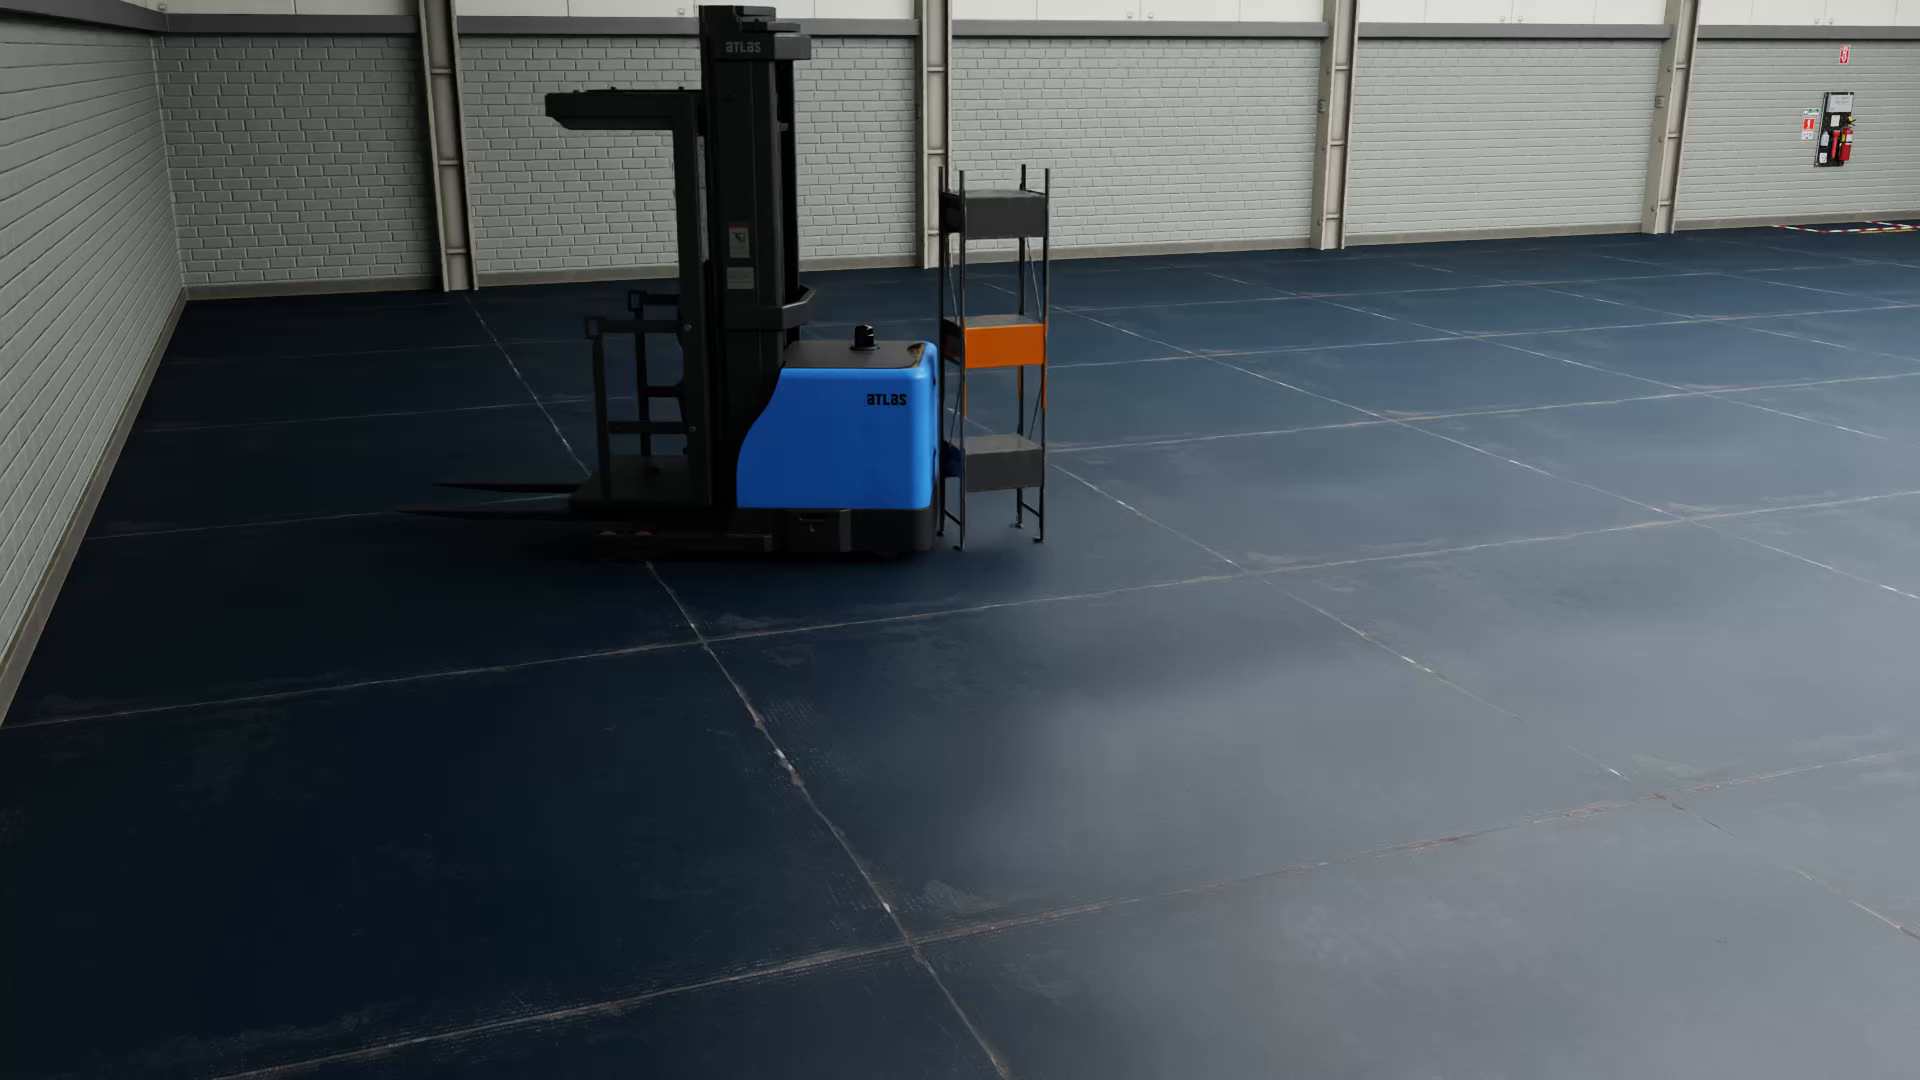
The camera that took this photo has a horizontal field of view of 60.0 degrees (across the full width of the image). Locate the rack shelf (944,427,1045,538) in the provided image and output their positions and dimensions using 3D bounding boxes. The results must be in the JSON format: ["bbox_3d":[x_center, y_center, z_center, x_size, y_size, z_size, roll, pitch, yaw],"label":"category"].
[{"bbox_3d":[0.184,-0.337,9.549,0.480,0.518,0.431,-5,17,-18],"label":"rack shelf"}]

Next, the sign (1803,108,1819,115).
[{"bbox_3d":[13.604,-6.843,26.574,0.331,0.109,0.001,-6,17,-20],"label":"sign"}]

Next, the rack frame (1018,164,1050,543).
[{"bbox_3d":[0.415,-1.044,9.425,0.015,2.100,0.400,-5,17,-18],"label":"rack frame"}]

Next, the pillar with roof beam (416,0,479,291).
[{"bbox_3d":[-4.400,-6.168,14.630,0.400,9.000,9.100,-6,17,-20],"label":"pillar with roof beam"}]

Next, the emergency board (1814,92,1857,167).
[{"bbox_3d":[14.149,-6.602,26.758,0.643,1.169,0.194,-6,17,-20],"label":"emergency board"}]

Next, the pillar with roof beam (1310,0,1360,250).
[{"bbox_3d":[6.806,-7.377,18.750,0.400,9.000,9.100,-6,17,-20],"label":"pillar with roof beam"}]

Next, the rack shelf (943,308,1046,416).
[{"bbox_3d":[0.184,-1.009,9.353,0.480,0.518,0.431,-5,17,-18],"label":"rack shelf"}]

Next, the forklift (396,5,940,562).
[{"bbox_3d":[-1.653,-1.434,9.281,3.031,2.935,1.130,1,16,2],"label":"forklift"}]

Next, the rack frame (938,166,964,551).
[{"bbox_3d":[-0.047,-1.000,9.274,0.015,2.100,0.400,-5,17,-18],"label":"rack frame"}]

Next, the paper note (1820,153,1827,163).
[{"bbox_3d":[13.959,-6.180,26.883,0.142,0.148,0.016,-6,17,-20],"label":"paper note"}]

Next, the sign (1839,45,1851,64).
[{"bbox_3d":[14.106,-7.740,26.518,0.199,0.298,0.001,-6,17,-20],"label":"sign"}]

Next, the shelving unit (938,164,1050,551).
[{"bbox_3d":[0.184,-1.022,9.350,0.503,2.100,0.431,-5,17,-18],"label":"shelving unit"}]

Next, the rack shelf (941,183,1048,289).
[{"bbox_3d":[0.183,-1.681,9.157,0.480,0.518,0.431,-5,17,-18],"label":"rack shelf"}]

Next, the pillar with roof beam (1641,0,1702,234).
[{"bbox_3d":[12.408,-7.982,20.810,0.400,9.000,9.100,-6,17,-20],"label":"pillar with roof beam"}]

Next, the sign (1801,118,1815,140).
[{"bbox_3d":[13.596,-6.591,26.655,0.234,0.329,0.001,-6,17,-20],"label":"sign"}]

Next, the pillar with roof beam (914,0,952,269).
[{"bbox_3d":[1.203,-6.773,16.690,0.400,9.000,9.100,-6,17,-20],"label":"pillar with roof beam"}]
